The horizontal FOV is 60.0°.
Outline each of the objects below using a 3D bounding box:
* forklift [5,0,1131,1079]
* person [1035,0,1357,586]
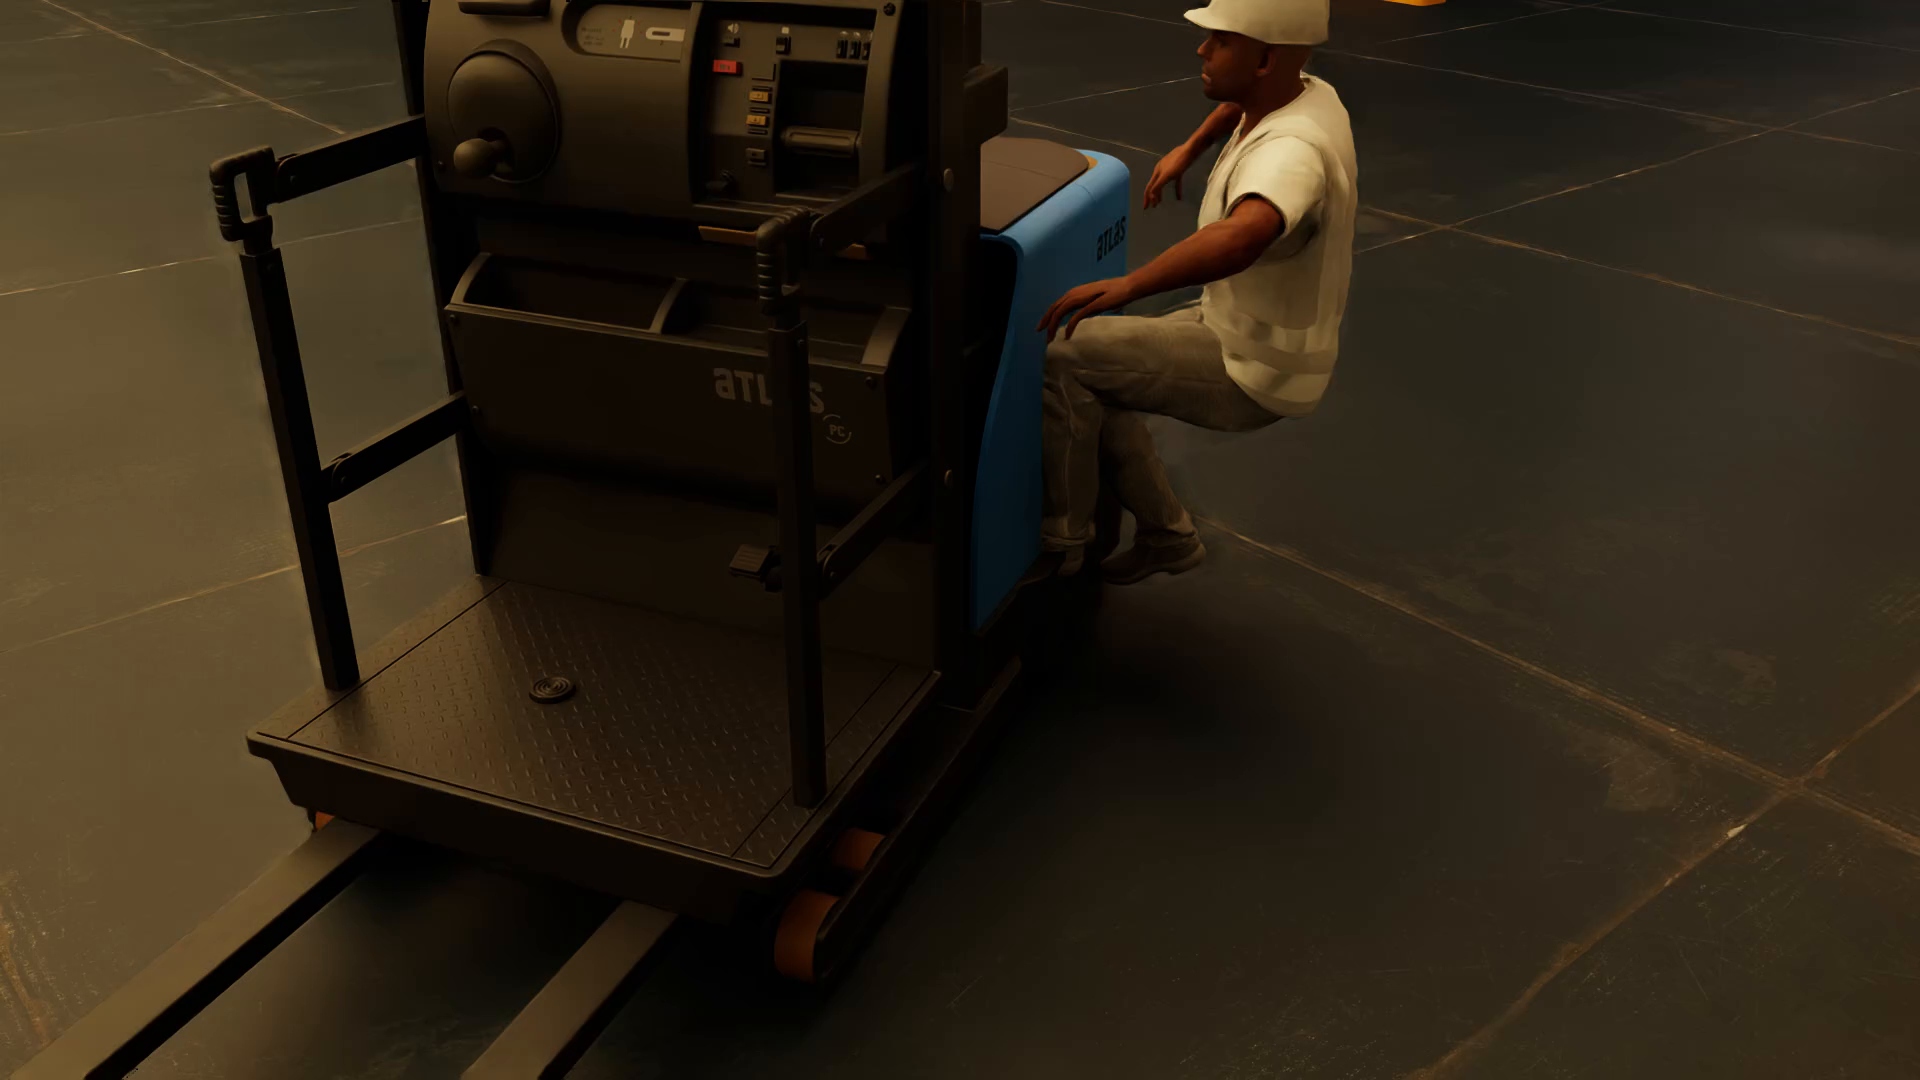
[{"bbox_3d":[-0.610,-0.745,2.705,1.130,2.935,3.031,10,28,20],"label":"forklift"},{"bbox_3d":[0.420,-0.494,3.671,0.842,1.500,1.186,4,27,8],"label":"person"}]
